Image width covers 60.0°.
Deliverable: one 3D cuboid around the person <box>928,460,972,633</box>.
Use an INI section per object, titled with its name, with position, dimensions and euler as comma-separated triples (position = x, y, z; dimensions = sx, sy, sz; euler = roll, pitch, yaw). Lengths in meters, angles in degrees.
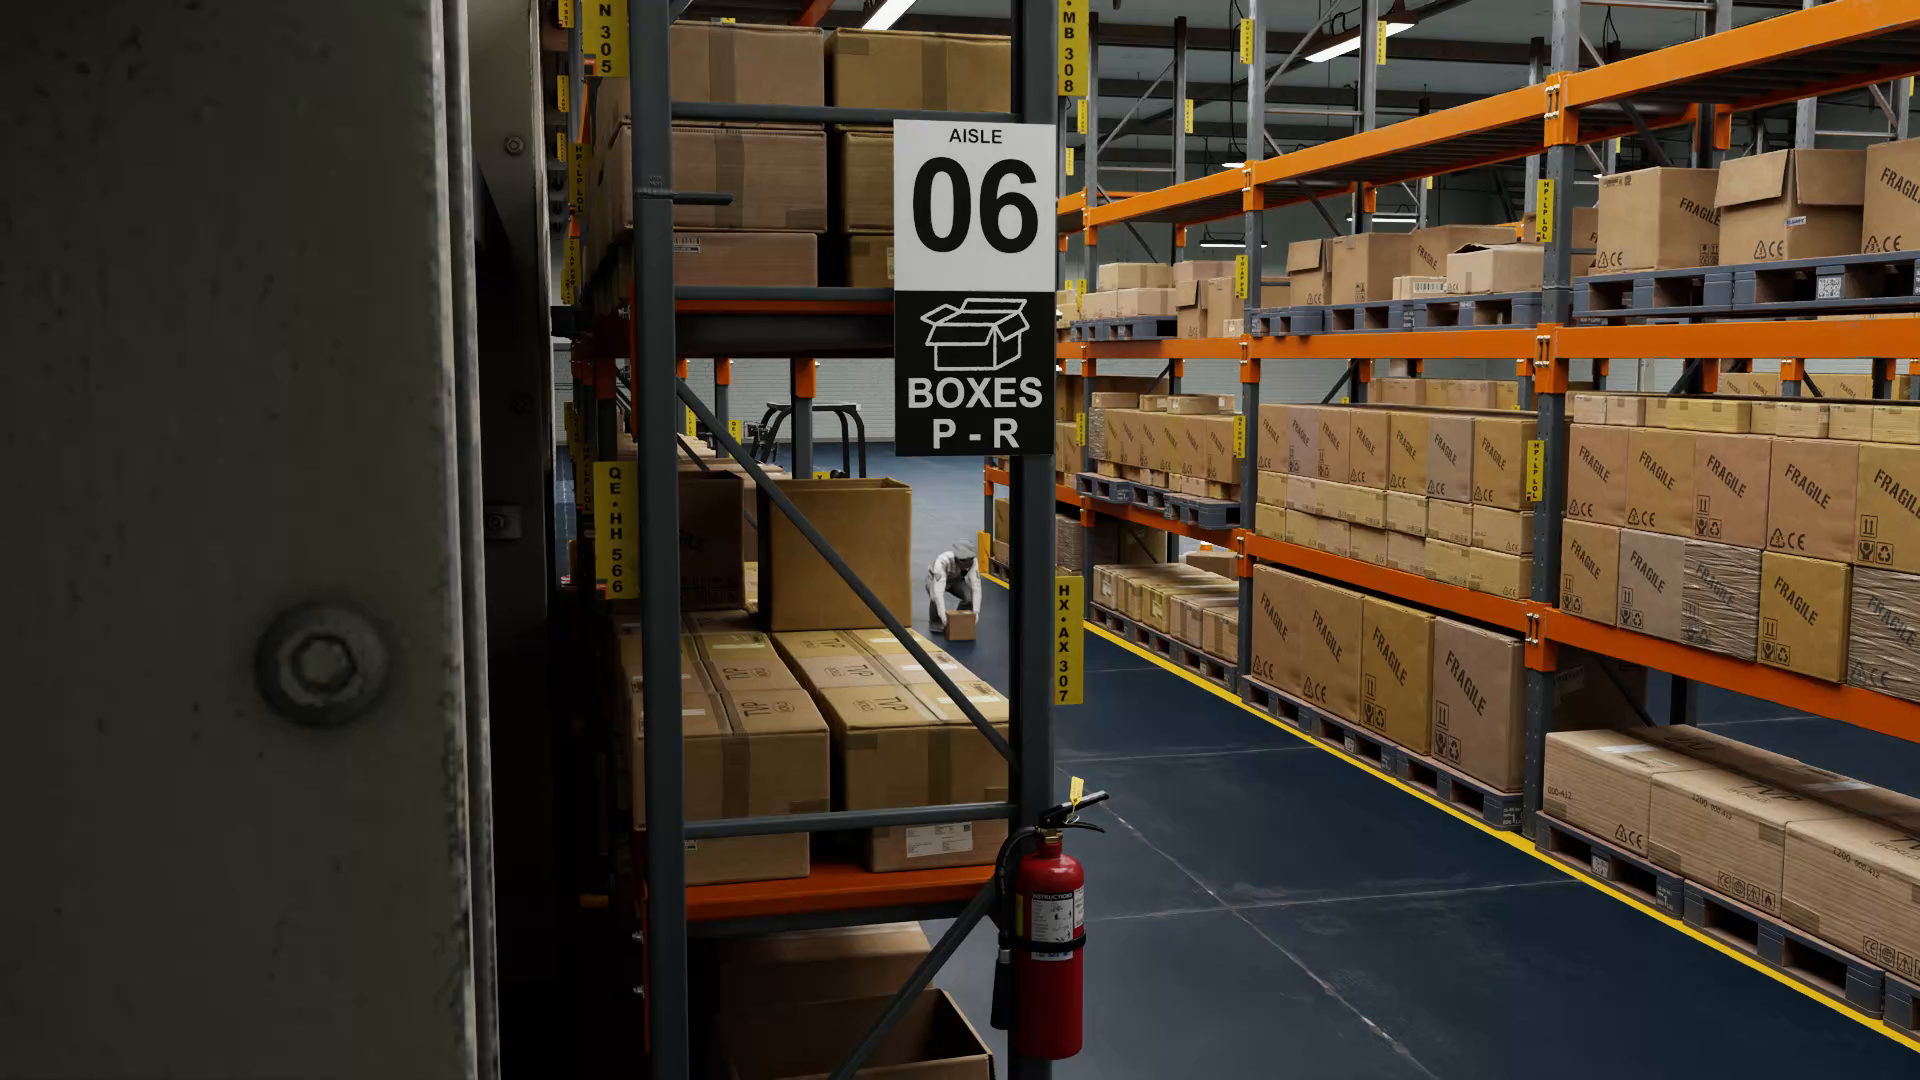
[person]
position = -0.093, 0.062, 16.092
dimensions = 0.416, 1.677, 0.535
euler = -2, 6, -15
